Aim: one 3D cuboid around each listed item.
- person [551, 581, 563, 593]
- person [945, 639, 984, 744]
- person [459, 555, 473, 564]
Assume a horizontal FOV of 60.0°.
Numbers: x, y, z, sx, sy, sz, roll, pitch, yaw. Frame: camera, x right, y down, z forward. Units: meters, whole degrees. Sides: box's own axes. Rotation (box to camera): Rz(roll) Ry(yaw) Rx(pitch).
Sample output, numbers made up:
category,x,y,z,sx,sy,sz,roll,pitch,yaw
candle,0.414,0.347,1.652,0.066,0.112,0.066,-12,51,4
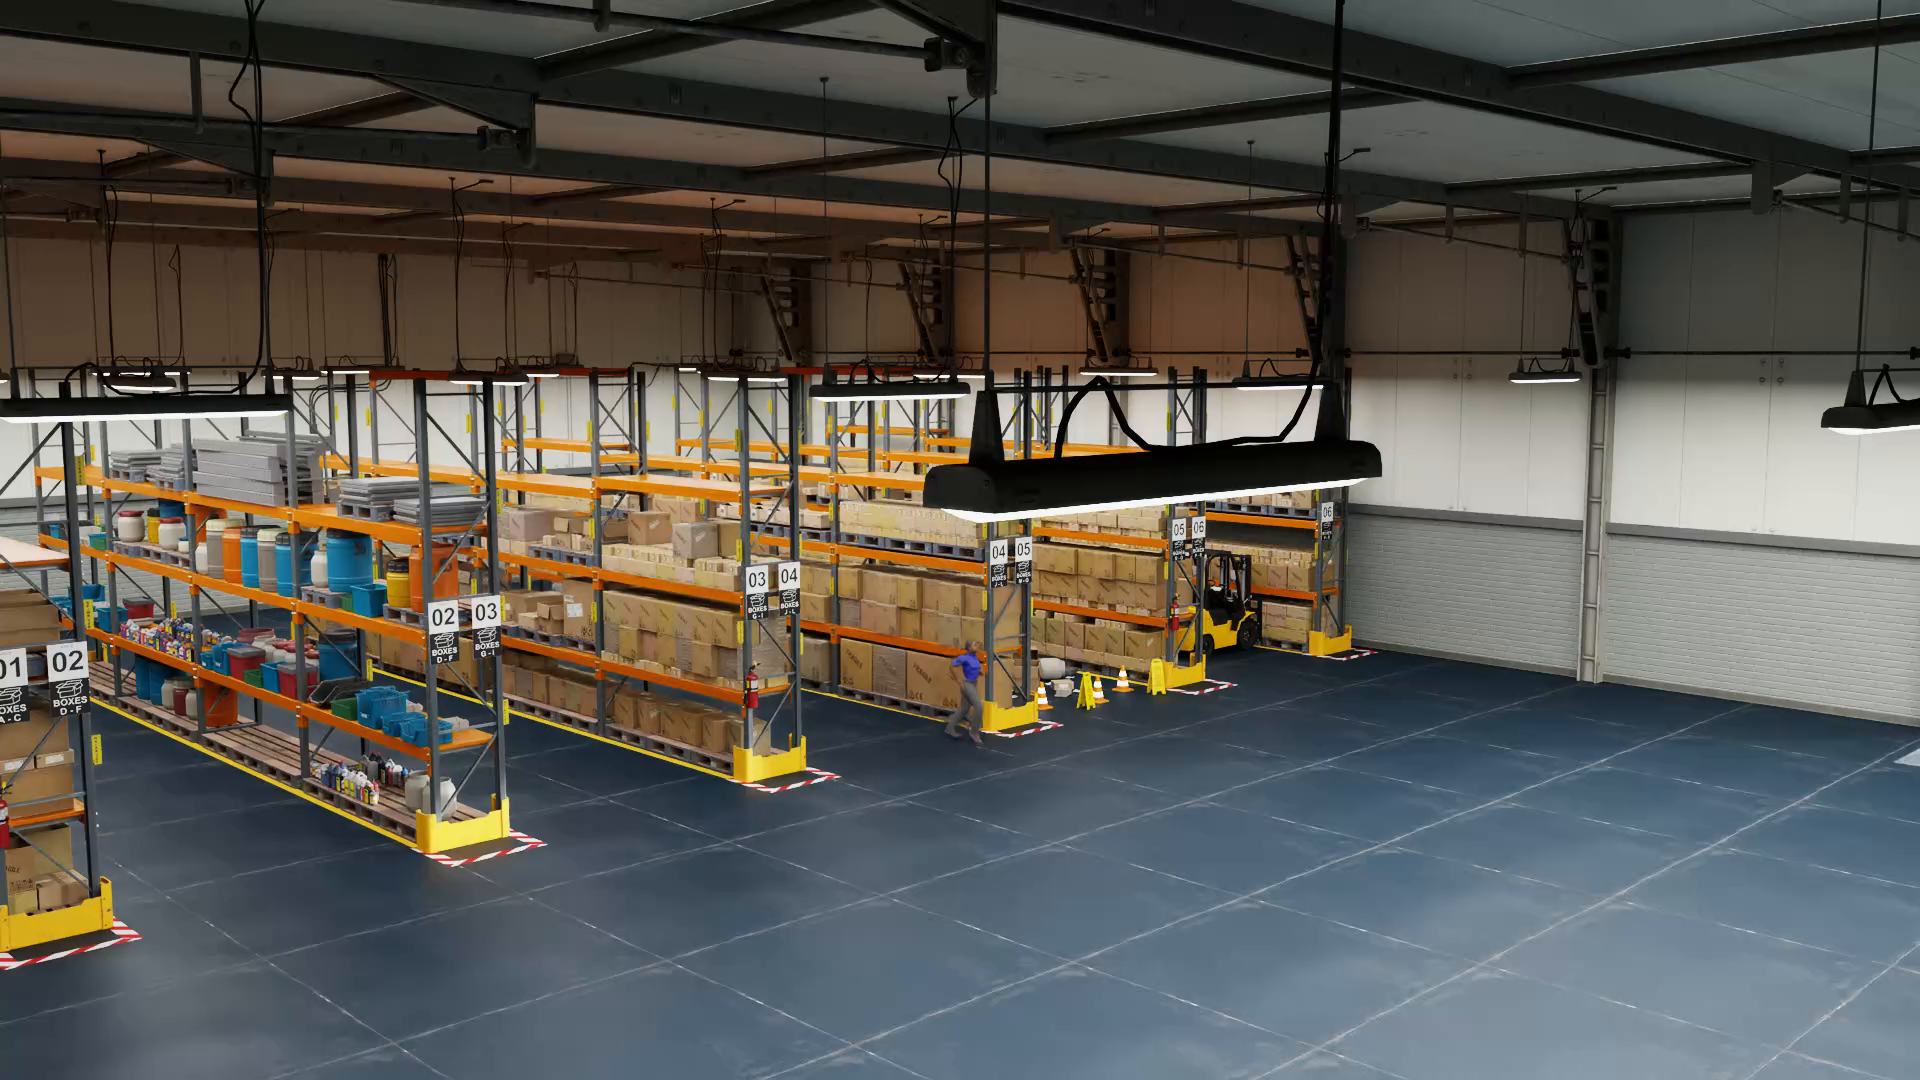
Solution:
category,x,y,z,sx,sy,sz,roll,pitch,yaw
person,-9.926,0.788,41.422,0.682,1.756,0.669,-6,9,-45
person,0.109,2.469,27.236,0.690,1.703,0.566,2,7,17
person,-11.901,1.024,39.650,0.856,1.679,0.809,4,7,29
